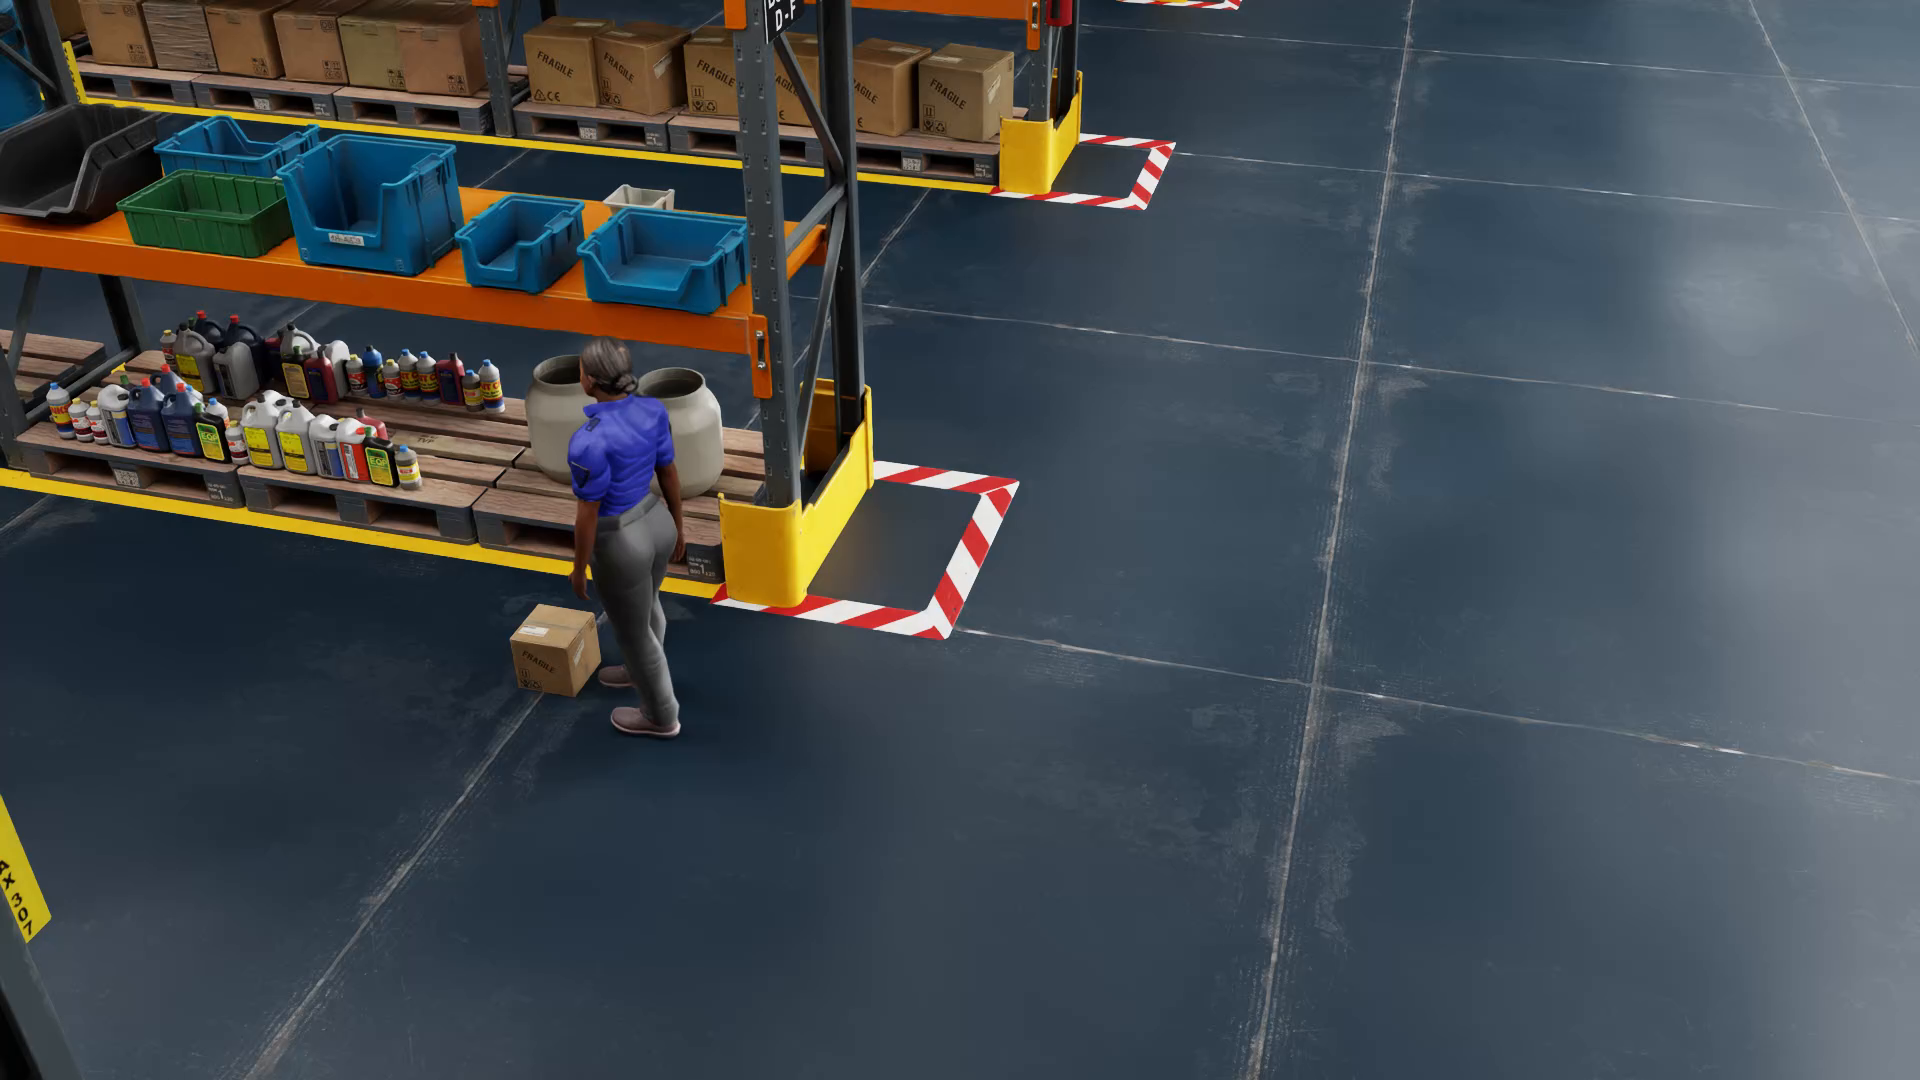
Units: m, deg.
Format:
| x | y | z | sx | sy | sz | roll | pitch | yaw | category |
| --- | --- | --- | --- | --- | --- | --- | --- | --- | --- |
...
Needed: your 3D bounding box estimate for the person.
| x | y | z | sx | sy | sz | roll | pitch | yaw | category |
| --- | --- | --- | --- | --- | --- | --- | --- | --- | --- |
| -1.314 | 0.002 | 6.144 | 0.523 | 1.675 | 0.469 | 15 | 36 | 22 | person |
